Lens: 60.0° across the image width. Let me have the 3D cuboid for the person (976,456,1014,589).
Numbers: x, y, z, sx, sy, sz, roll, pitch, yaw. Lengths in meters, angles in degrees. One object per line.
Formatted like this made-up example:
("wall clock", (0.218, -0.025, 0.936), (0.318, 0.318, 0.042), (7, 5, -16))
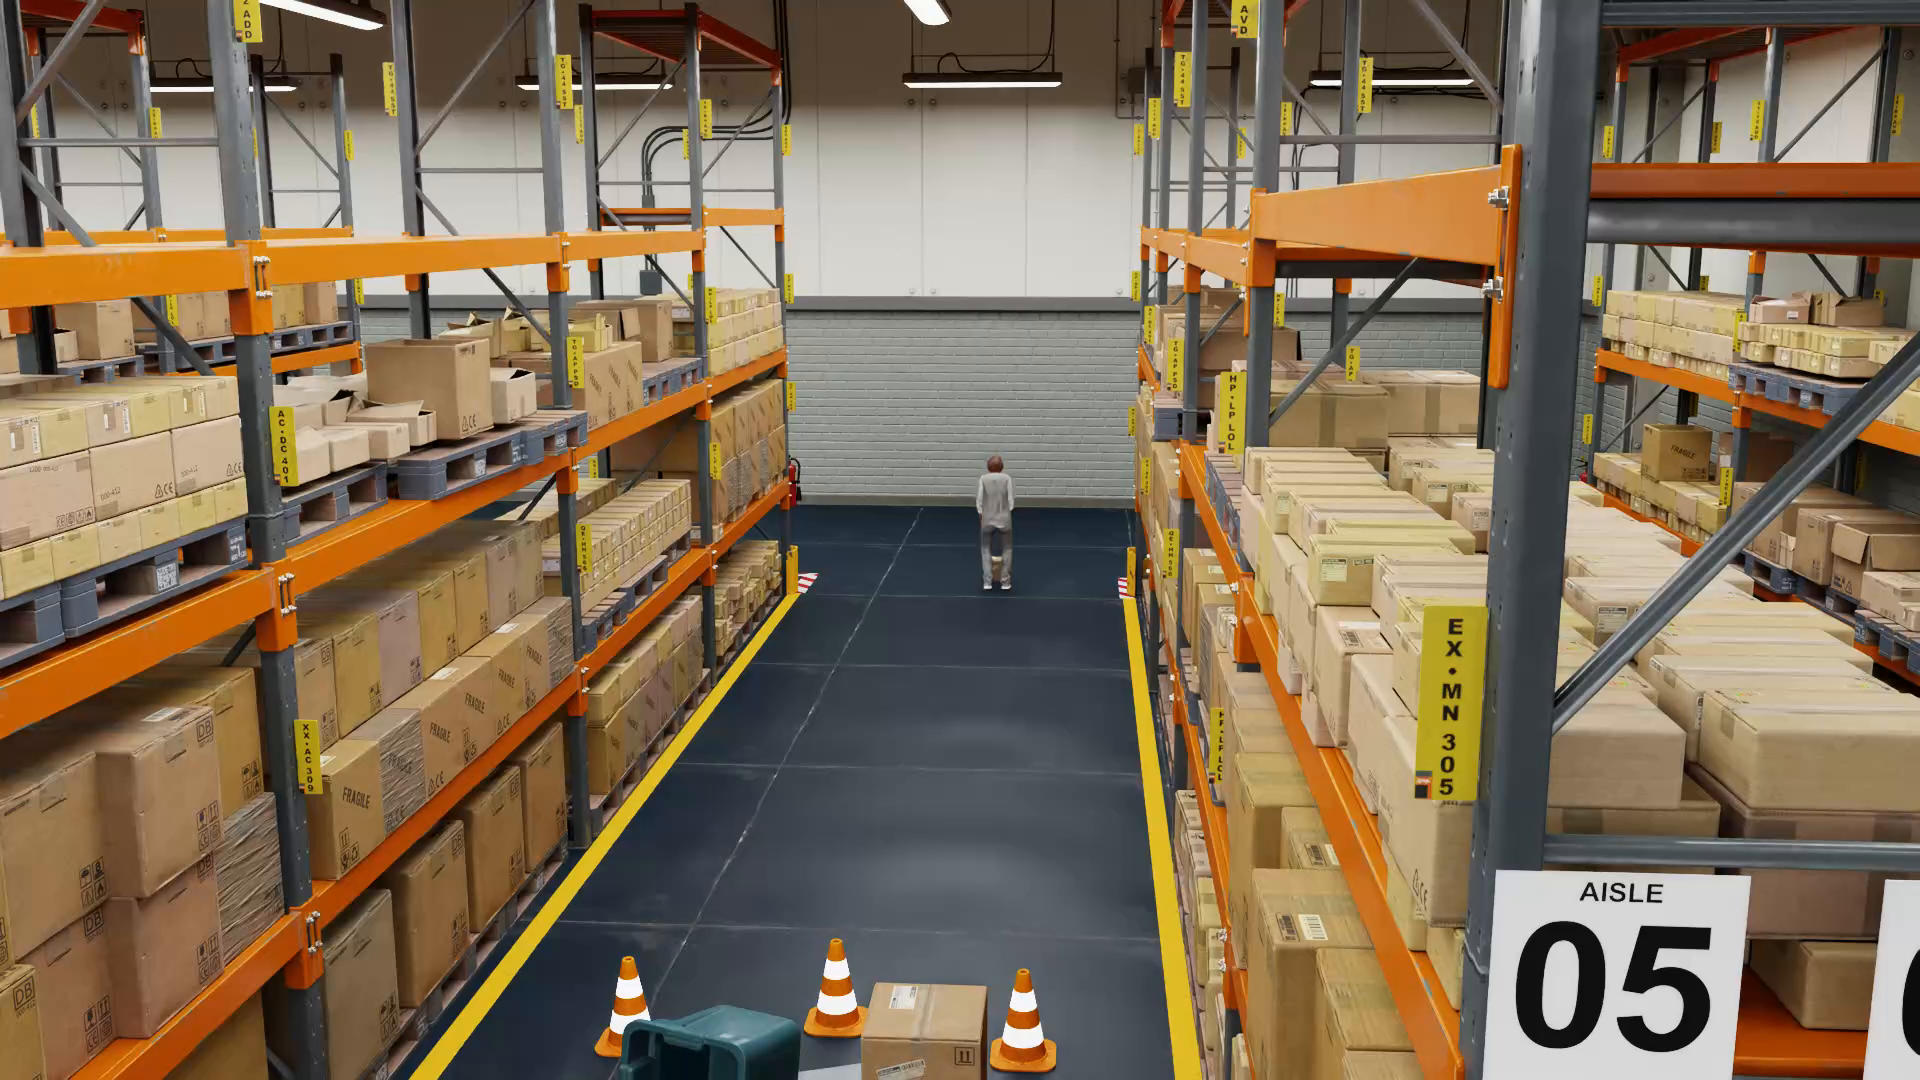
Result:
("person", (0.399, -0.184, 19.131), (0.433, 1.523, 0.417), (1, 11, 5))
